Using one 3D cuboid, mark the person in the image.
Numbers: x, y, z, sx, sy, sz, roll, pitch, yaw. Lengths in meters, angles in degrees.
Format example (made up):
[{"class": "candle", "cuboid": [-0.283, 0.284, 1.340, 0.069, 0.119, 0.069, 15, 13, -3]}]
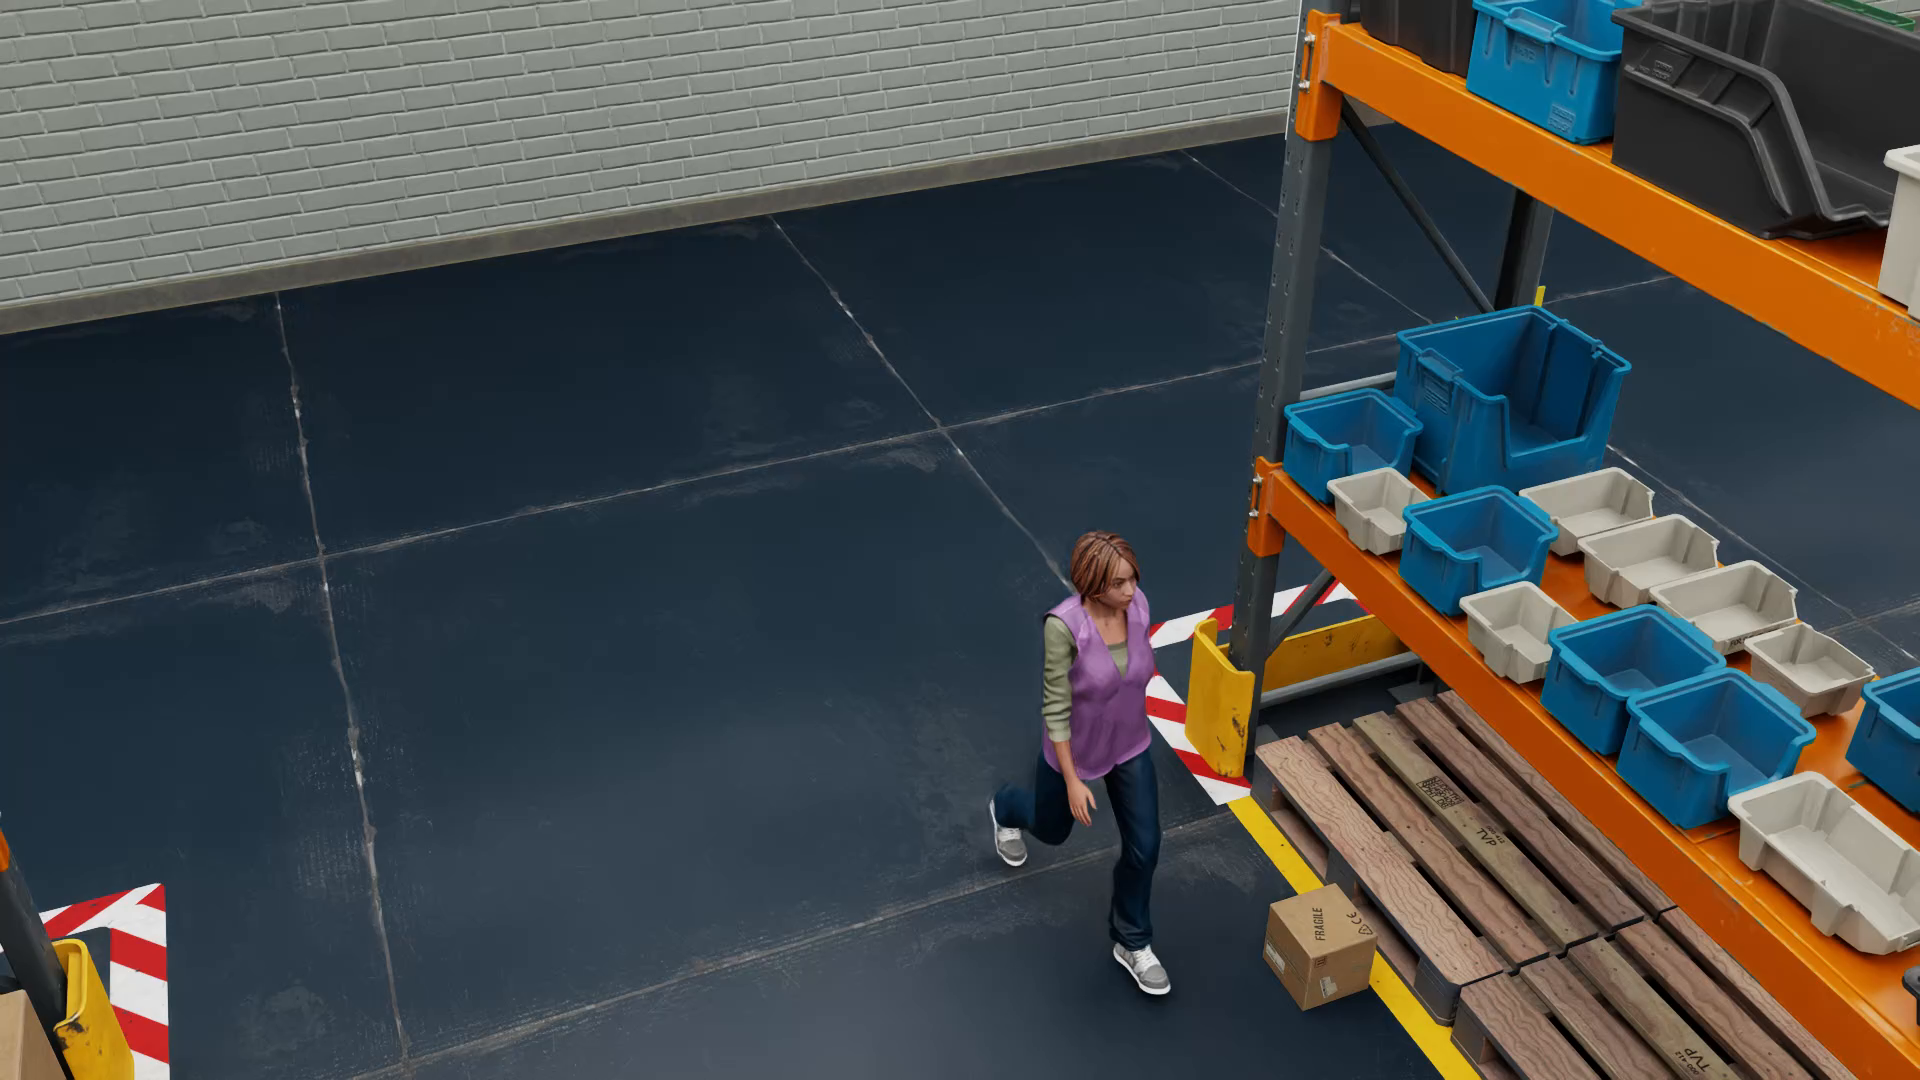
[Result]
[{"class": "person", "cuboid": [0.413, 0.621, 5.217, 0.421, 1.543, 0.913, -15, 37, -21]}]
